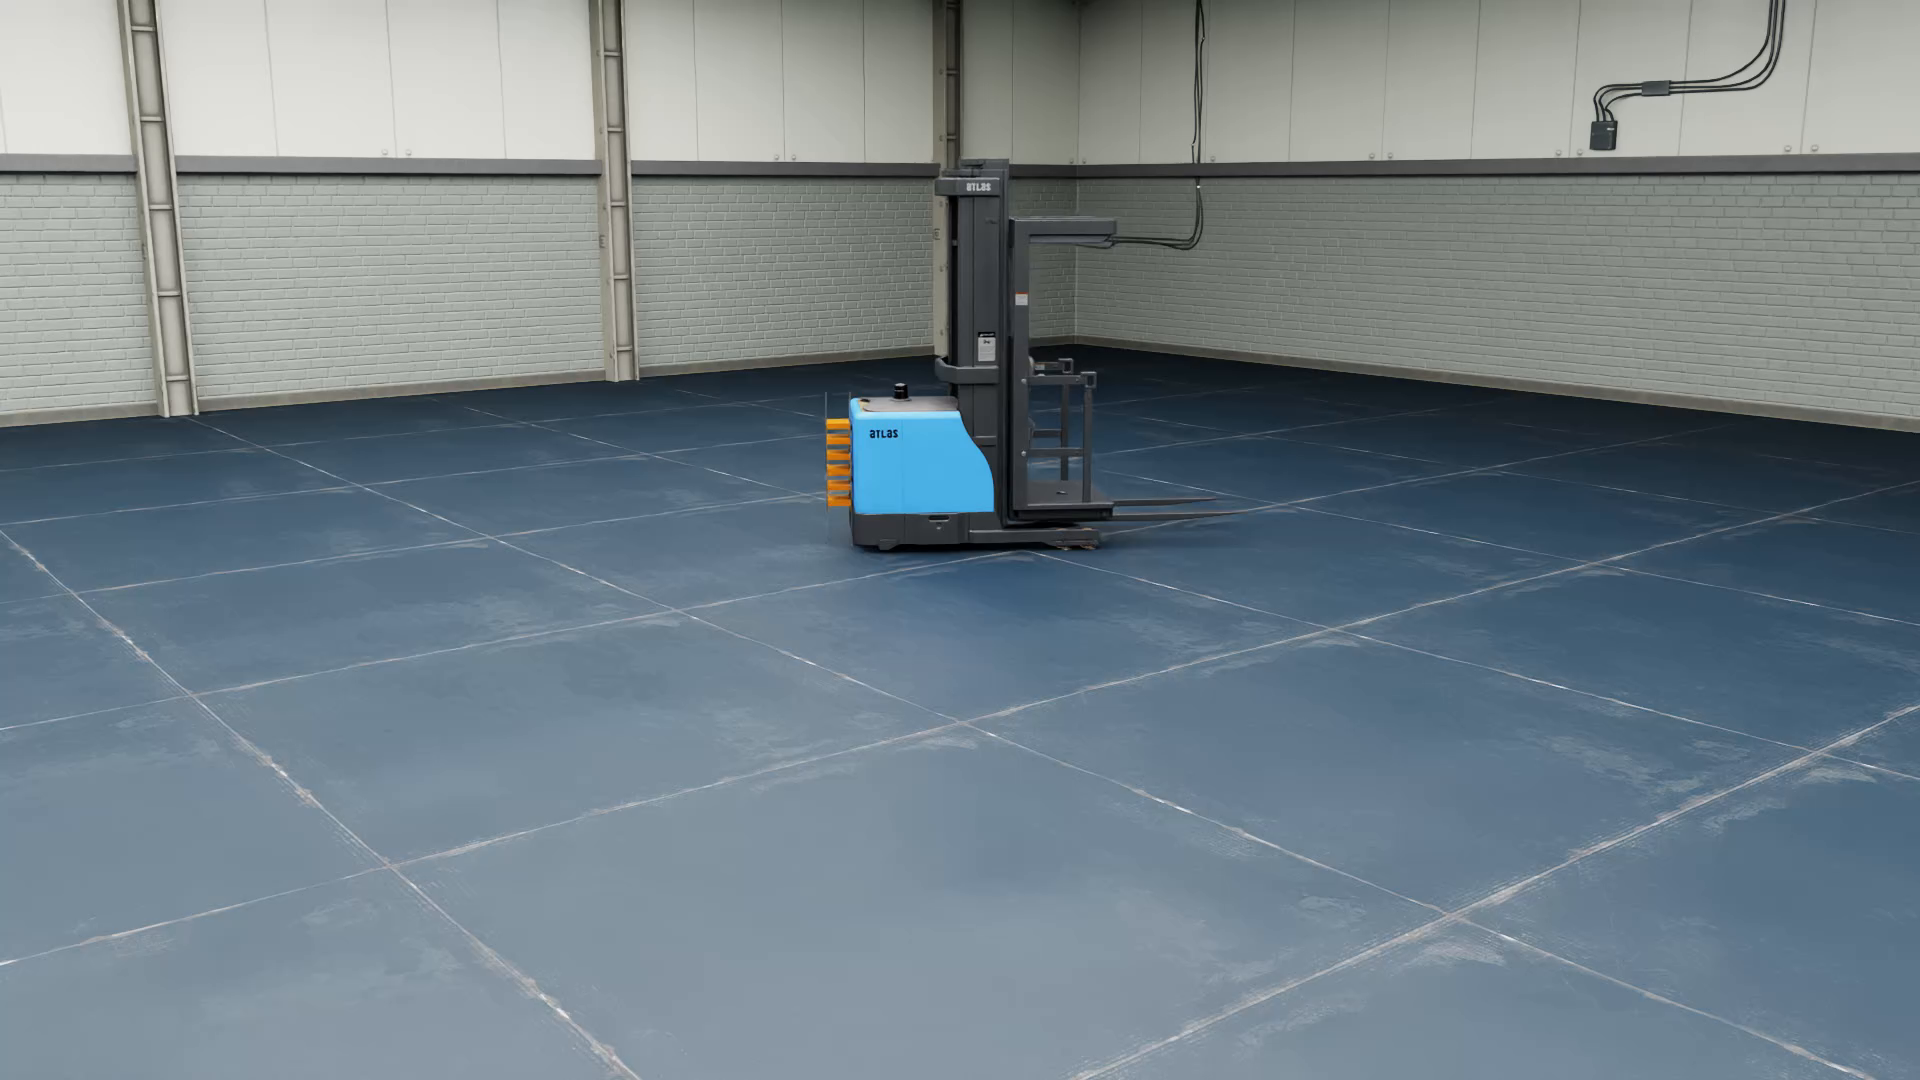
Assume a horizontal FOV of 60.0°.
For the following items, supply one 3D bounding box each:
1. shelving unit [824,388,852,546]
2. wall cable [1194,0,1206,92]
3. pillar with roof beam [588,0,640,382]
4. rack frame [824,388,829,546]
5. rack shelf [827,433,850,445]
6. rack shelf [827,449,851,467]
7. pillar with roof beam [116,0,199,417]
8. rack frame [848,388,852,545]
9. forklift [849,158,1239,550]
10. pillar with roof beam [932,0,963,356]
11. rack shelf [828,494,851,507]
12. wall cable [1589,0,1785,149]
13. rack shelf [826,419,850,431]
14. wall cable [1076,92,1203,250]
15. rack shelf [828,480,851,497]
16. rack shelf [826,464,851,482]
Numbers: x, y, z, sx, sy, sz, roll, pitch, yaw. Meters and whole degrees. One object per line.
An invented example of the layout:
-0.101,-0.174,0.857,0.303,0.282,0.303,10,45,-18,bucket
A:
-0.944,-0.566,12.904,0.189,1.200,0.258,-1,12,-6,shelving unit
4.623,-8.174,25.275,0.112,2.526,3.097,-9,15,-38,wall cable
-2.189,-6.017,19.799,0.400,9.000,9.100,-9,15,-38,pillar with roof beam
-1.035,-0.563,12.894,0.006,1.200,0.240,-1,12,-6,rack frame
-0.944,-0.757,12.863,0.180,0.103,0.258,-1,12,-6,rack shelf
-0.944,-0.640,12.888,0.180,0.103,0.258,-1,12,-6,rack shelf
-6.874,-5.238,16.132,0.400,9.000,9.100,-9,15,-38,pillar with roof beam
-0.853,-0.568,12.914,0.006,1.200,0.240,-1,12,-6,rack frame
0.651,-1.464,12.967,3.031,2.935,1.130,-1,12,-6,forklift
2.496,-6.795,23.465,0.400,9.000,9.100,-9,15,-38,pillar with roof beam
-0.944,-0.287,12.963,0.180,0.103,0.258,-1,12,-6,rack shelf
8.852,-7.783,19.929,0.169,6.003,2.305,-9,15,-38,wall cable
-0.944,-0.874,12.838,0.180,0.103,0.258,-1,12,-6,rack shelf
2.933,-6.142,27.866,0.112,2.526,3.097,-9,15,-38,wall cable
-0.944,-0.405,12.938,0.180,0.103,0.258,-1,12,-6,rack shelf
-0.944,-0.522,12.913,0.180,0.103,0.258,-1,12,-6,rack shelf
